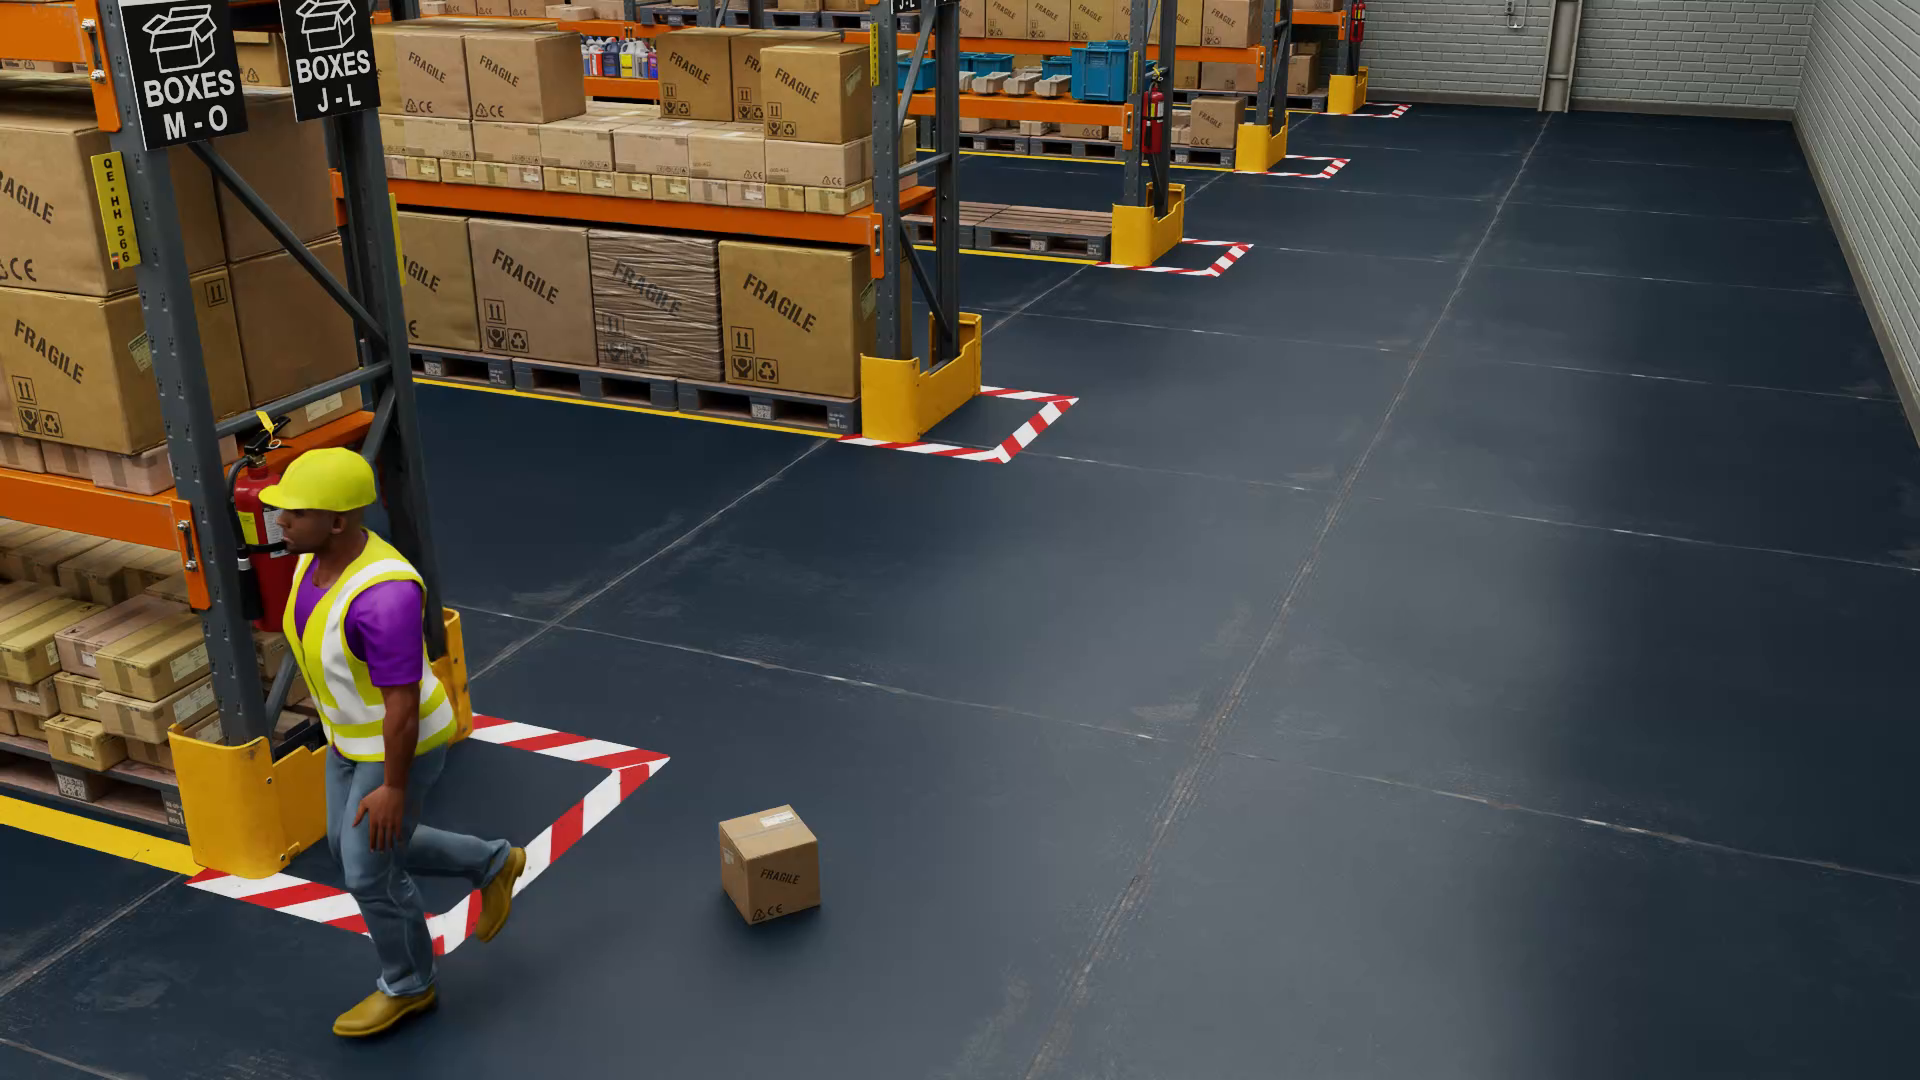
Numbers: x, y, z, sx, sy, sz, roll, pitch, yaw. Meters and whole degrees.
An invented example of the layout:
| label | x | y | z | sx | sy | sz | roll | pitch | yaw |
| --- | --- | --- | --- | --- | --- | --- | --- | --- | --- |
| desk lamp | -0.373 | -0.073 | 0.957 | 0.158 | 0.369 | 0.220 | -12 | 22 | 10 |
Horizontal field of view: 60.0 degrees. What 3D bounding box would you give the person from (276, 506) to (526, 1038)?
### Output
| label | x | y | z | sx | sy | sz | roll | pitch | yaw |
| --- | --- | --- | --- | --- | --- | --- | --- | --- | --- |
| person | -1.605 | 0.547 | 4.748 | 0.687 | 1.701 | 0.662 | -19 | 29 | -38 |
